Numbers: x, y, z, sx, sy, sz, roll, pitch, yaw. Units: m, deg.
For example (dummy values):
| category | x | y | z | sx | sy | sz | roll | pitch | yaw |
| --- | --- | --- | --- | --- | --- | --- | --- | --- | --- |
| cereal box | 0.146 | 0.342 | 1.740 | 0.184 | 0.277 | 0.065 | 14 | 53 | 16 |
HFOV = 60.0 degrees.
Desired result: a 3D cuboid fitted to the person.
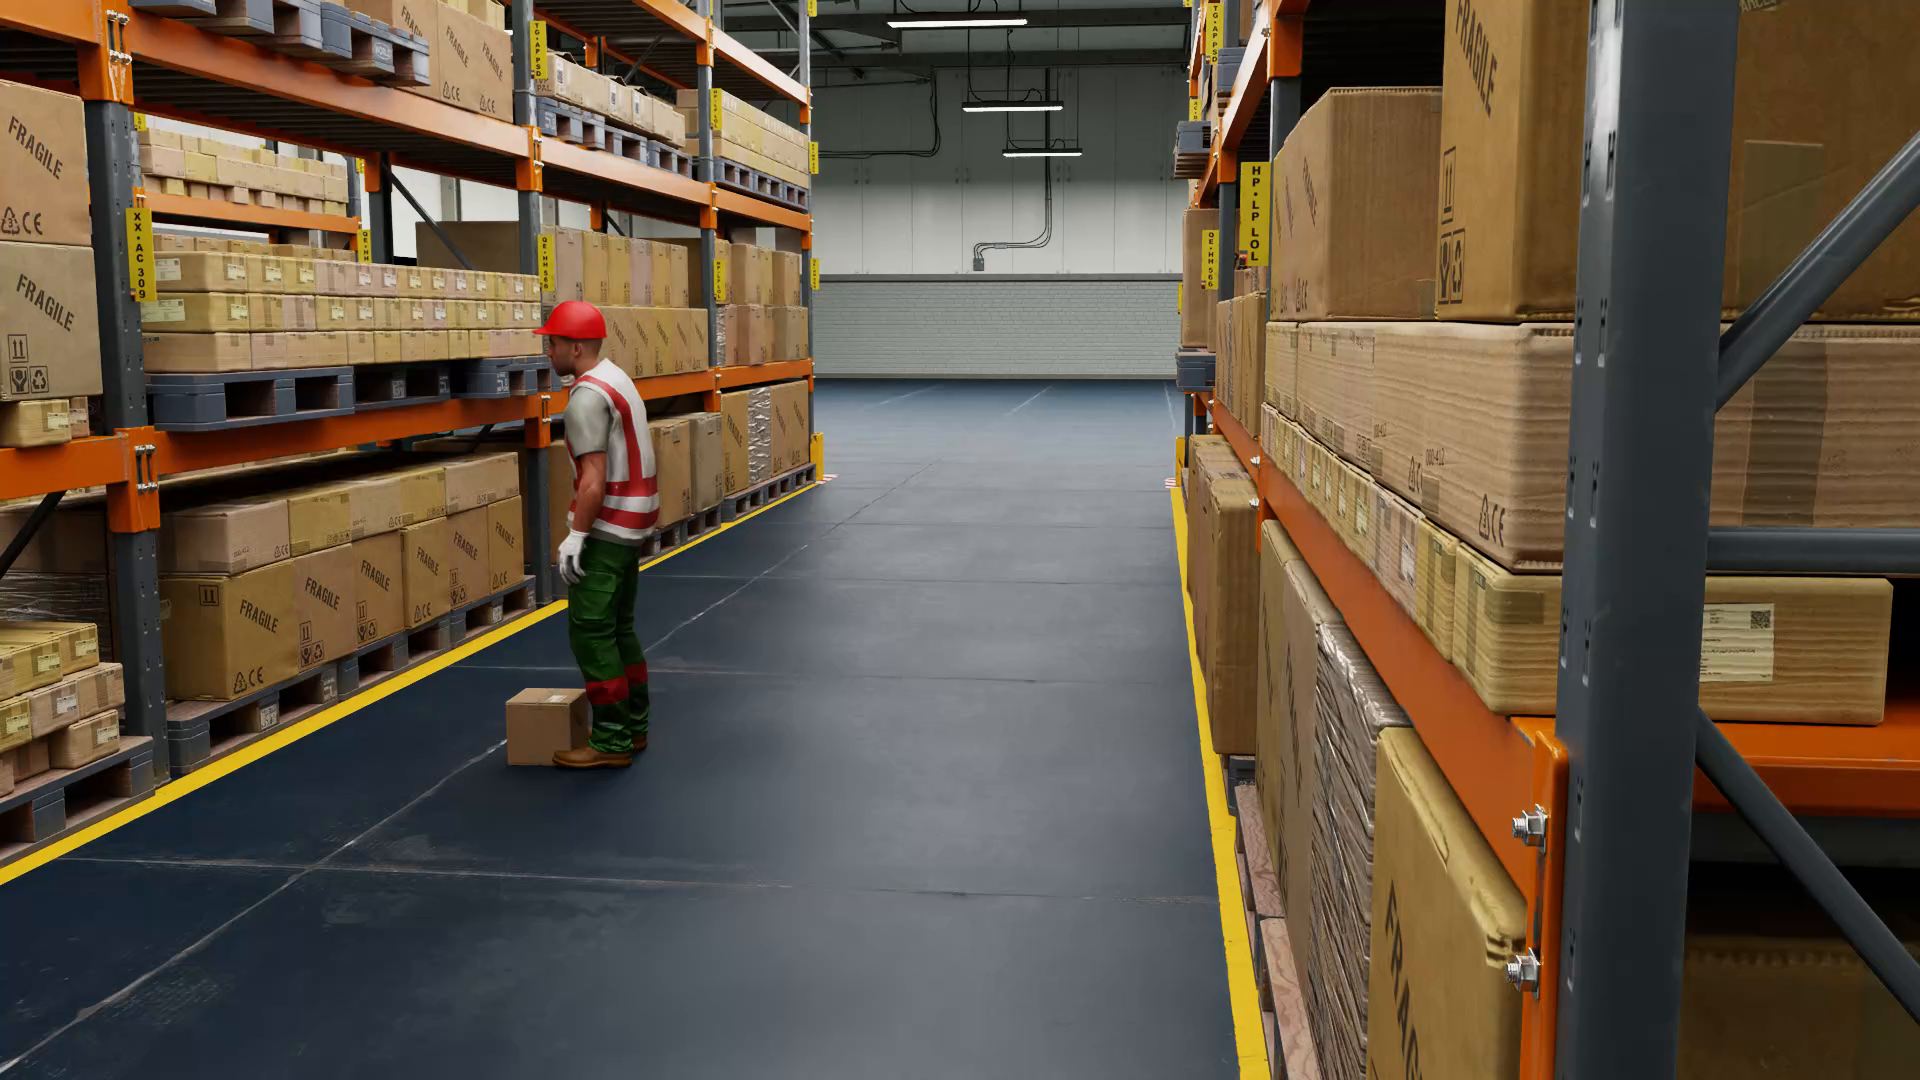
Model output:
| category | x | y | z | sx | sy | sz | roll | pitch | yaw |
| --- | --- | --- | --- | --- | --- | --- | --- | --- | --- |
| person | -1.390 | -0.022 | 6.391 | 0.445 | 1.781 | 0.621 | 0 | 8 | 3 |
